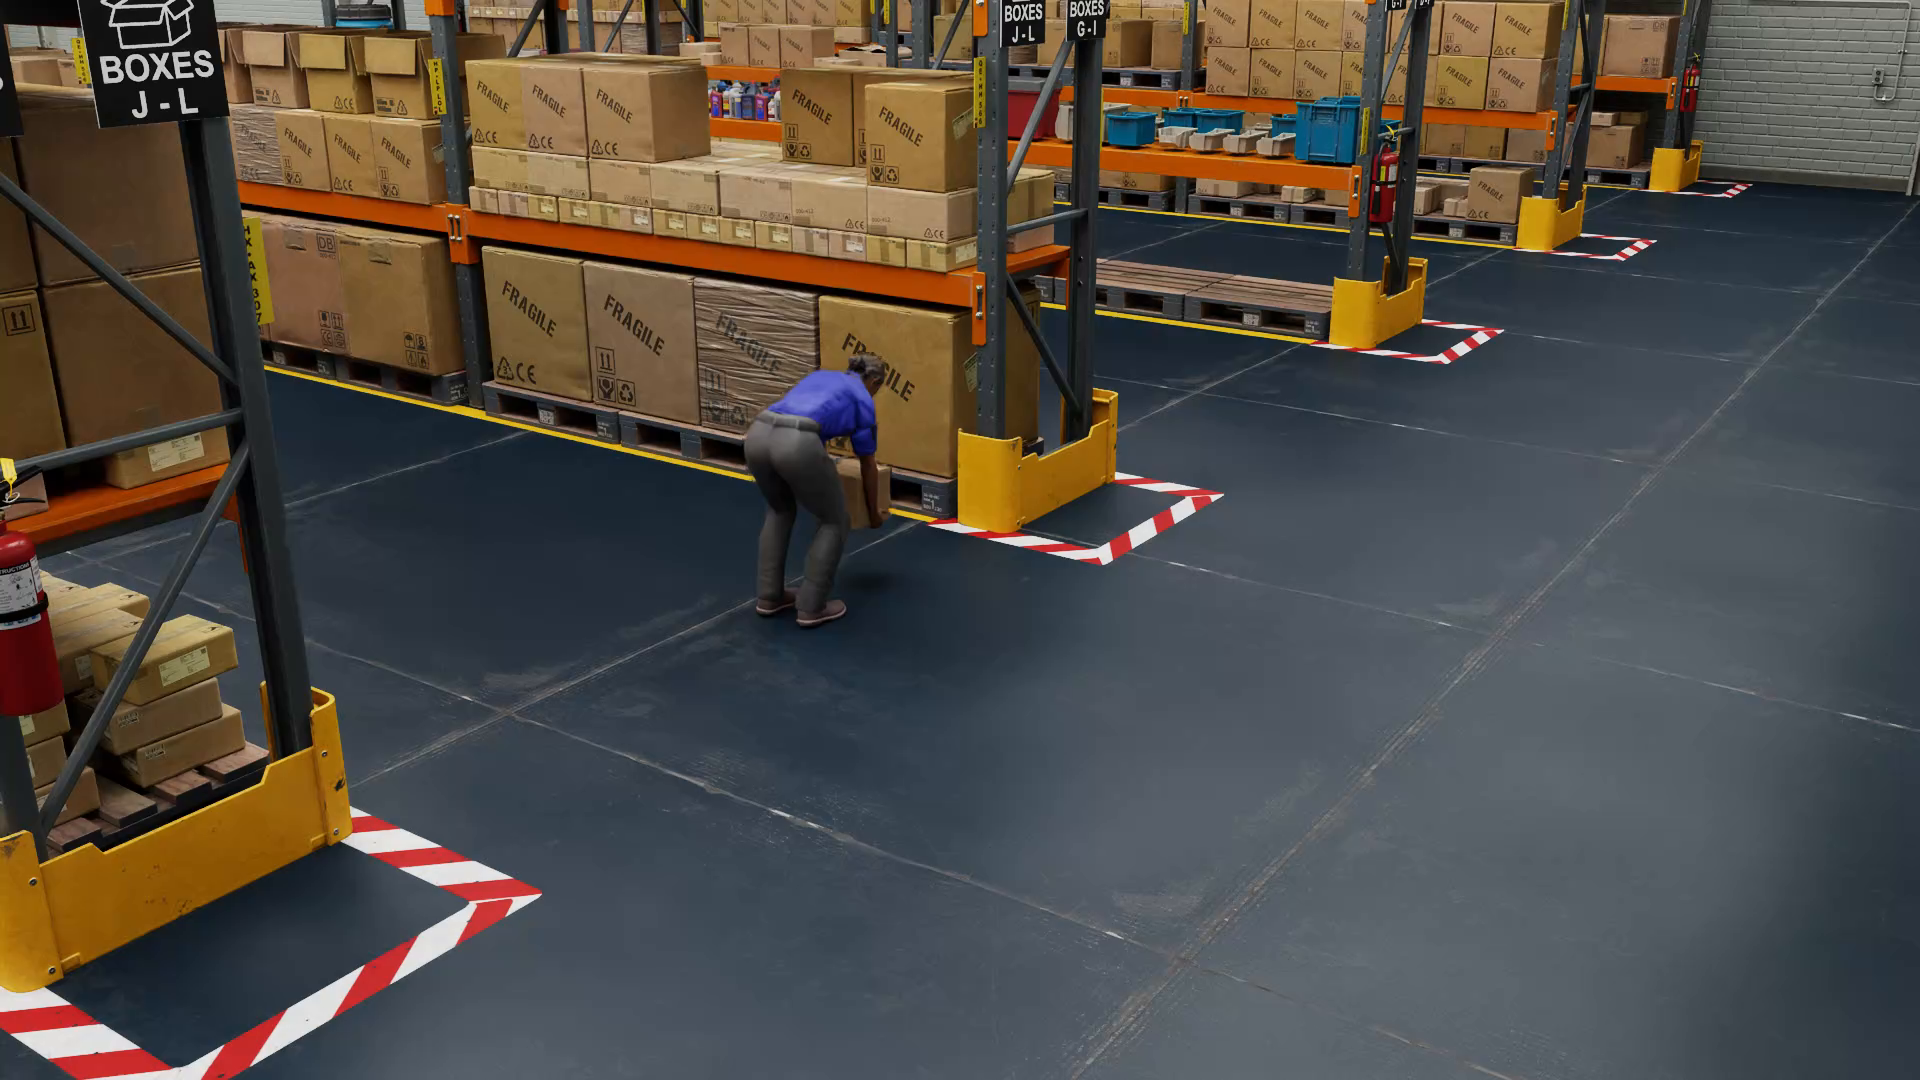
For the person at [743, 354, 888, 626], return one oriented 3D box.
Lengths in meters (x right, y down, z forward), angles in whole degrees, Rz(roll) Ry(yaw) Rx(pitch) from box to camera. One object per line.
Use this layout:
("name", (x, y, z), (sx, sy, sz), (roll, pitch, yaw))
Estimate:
("person", (-0.610, -0.245, 7.564), (0.422, 1.112, 0.867), (12, 23, 30))
